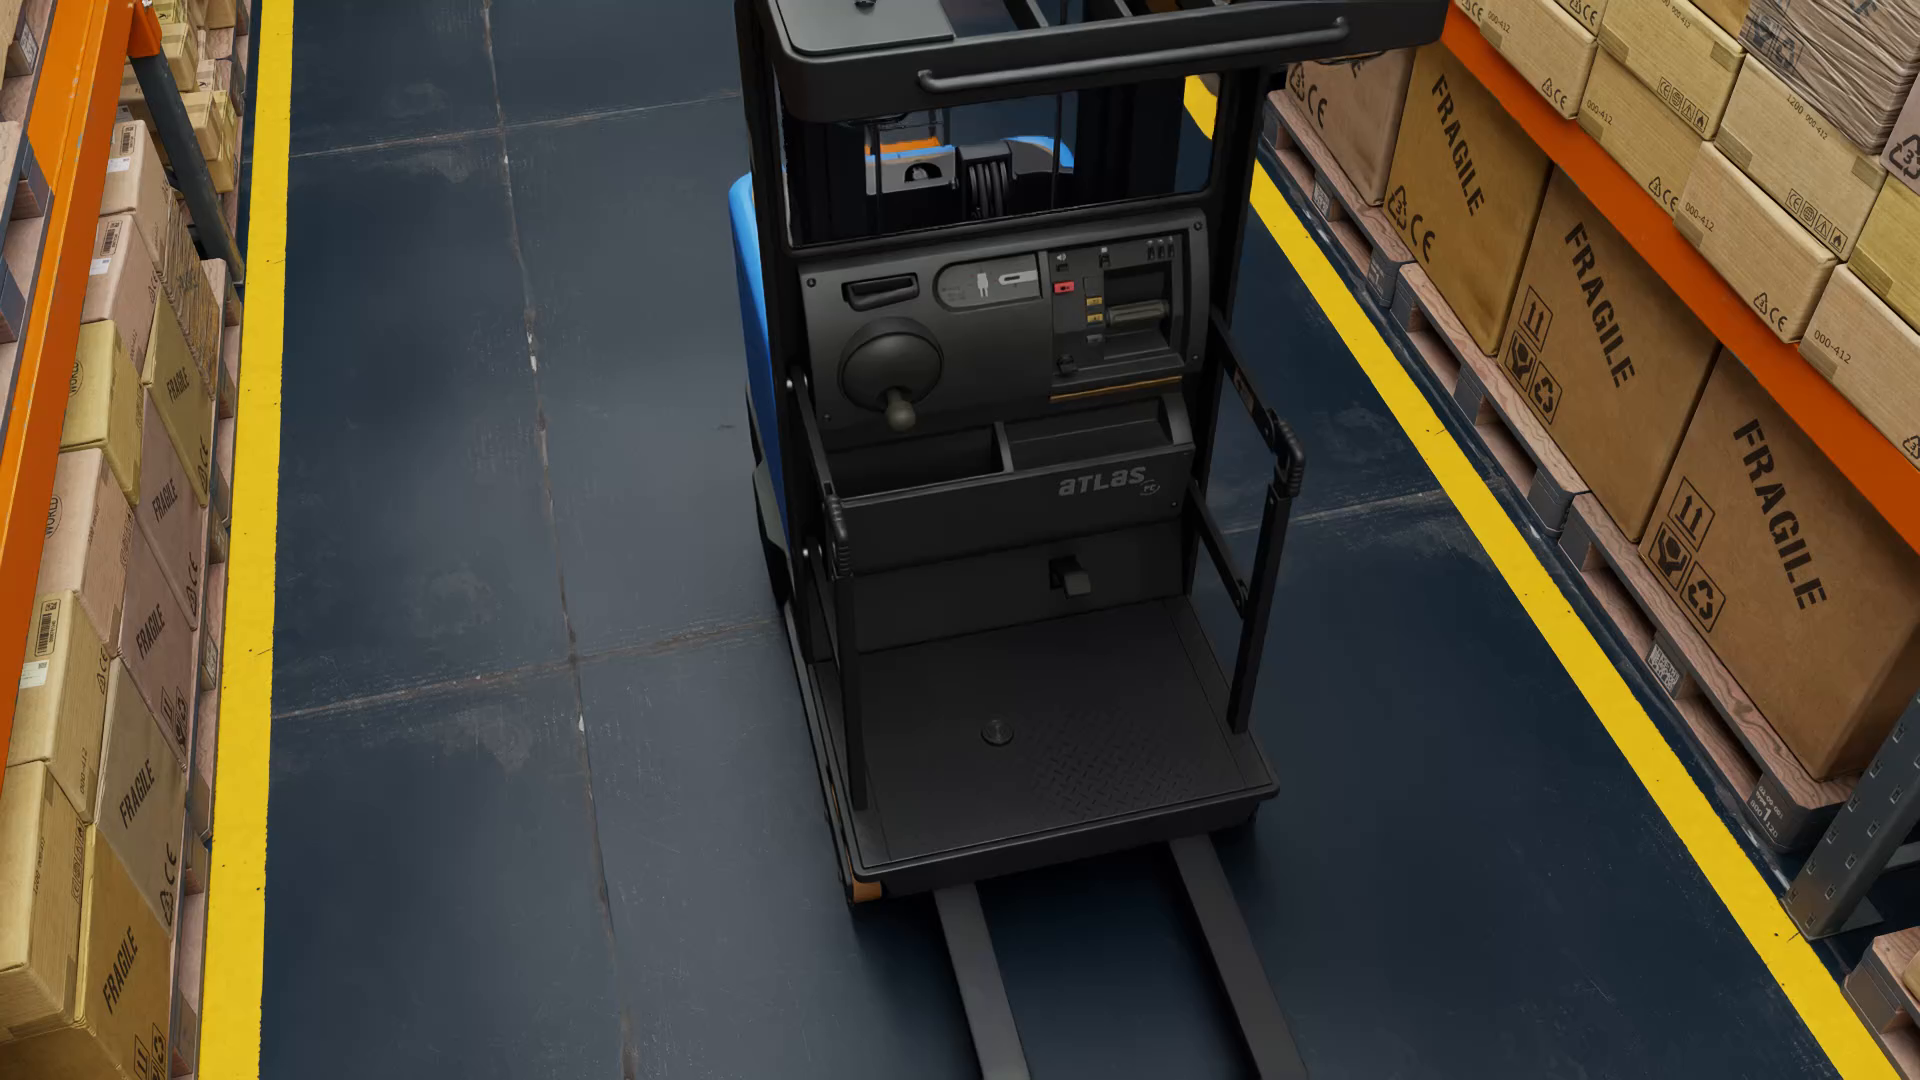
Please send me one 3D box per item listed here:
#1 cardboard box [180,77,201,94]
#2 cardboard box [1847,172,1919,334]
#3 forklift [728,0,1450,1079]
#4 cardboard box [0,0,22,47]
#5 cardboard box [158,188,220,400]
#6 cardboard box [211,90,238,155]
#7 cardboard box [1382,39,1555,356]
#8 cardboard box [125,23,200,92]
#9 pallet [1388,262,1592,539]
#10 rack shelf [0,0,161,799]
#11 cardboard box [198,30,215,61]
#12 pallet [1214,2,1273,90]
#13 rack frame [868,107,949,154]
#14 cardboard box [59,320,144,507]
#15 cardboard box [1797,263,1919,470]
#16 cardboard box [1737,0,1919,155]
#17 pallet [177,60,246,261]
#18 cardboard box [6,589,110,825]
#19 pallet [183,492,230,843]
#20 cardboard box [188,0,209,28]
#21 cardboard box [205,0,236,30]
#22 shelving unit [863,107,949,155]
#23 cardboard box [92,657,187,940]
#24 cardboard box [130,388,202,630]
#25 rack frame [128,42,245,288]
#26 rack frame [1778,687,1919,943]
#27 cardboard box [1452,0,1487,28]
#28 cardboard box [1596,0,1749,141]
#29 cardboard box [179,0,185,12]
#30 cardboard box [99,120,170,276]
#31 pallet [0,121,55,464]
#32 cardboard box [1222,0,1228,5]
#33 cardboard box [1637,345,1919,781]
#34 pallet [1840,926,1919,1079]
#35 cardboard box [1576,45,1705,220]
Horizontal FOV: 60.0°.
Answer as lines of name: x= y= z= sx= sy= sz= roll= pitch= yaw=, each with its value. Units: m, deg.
cardboard box: x=-3.091 y=-1.663 z=6.273 sx=0.380 sy=0.149 sz=0.250 roll=-10 pitch=46 yaw=-10
cardboard box: x=2.258 y=-0.566 z=3.460 sx=0.500 sy=0.250 sz=0.500 roll=-11 pitch=47 yaw=-10
forklift: x=0.165 y=-0.395 z=3.585 sx=1.130 sy=2.935 sz=3.031 roll=-10 pitch=46 yaw=-10
cardboard box: x=-2.734 y=-1.412 z=4.416 sx=0.380 sy=0.149 sz=0.250 roll=-11 pitch=47 yaw=-10
cardboard box: x=-2.723 y=-0.750 z=5.341 sx=0.500 sy=0.500 sz=0.500 roll=-12 pitch=47 yaw=-11
cardboard box: x=-3.007 y=-1.586 z=6.406 sx=0.380 sy=0.149 sz=0.250 roll=-9 pitch=46 yaw=-9
cardboard box: x=2.078 y=-1.285 z=5.603 sx=0.875 sy=0.875 sz=0.875 roll=-9 pitch=46 yaw=-9
cardboard box: x=-3.057 y=-1.777 z=6.177 sx=0.380 sy=0.149 sz=0.250 roll=-9 pitch=46 yaw=-8
pallet: x=2.189 y=-0.579 z=5.669 sx=1.003 sy=0.211 sz=1.213 roll=-11 pitch=47 yaw=-10
rack shelf: x=-2.644 y=-0.310 z=3.957 sx=1.077 sy=0.370 sz=4.000 roll=-11 pitch=47 yaw=-10
cardboard box: x=-3.234 y=-1.914 z=6.728 sx=0.380 sy=0.149 sz=0.250 roll=-12 pitch=47 yaw=-11
pallet: x=1.484 y=-2.481 z=7.533 sx=1.003 sy=0.211 sz=1.213 roll=-11 pitch=47 yaw=-10
rack frame: x=-0.149 y=-0.852 z=5.245 sx=0.240 sy=1.200 sz=0.006 roll=-10 pitch=46 yaw=-10
cardboard box: x=-2.453 y=-0.290 z=4.365 sx=0.500 sy=0.250 sz=0.500 roll=-13 pitch=47 yaw=-12
cardboard box: x=2.247 y=-0.405 z=3.652 sx=0.500 sy=0.250 sz=0.500 roll=-12 pitch=47 yaw=-12
cardboard box: x=2.103 y=-1.203 z=3.558 sx=0.500 sy=0.500 sz=0.500 roll=-10 pitch=46 yaw=-10
pallet: x=-3.362 y=-1.424 z=6.498 sx=1.003 sy=0.211 sz=1.213 roll=-11 pitch=47 yaw=-10
cardboard box: x=-2.204 y=0.414 z=3.675 sx=0.500 sy=0.250 sz=0.500 roll=-11 pitch=47 yaw=-11
pallet: x=-2.639 y=0.414 z=4.696 sx=1.003 sy=0.211 sz=1.213 roll=-11 pitch=47 yaw=-10
cardboard box: x=-3.302 y=-2.206 z=6.805 sx=0.380 sy=0.149 sz=0.250 roll=-9 pitch=46 yaw=-8
cardboard box: x=-3.310 y=-2.290 z=7.096 sx=0.380 sy=0.149 sz=0.250 roll=-12 pitch=47 yaw=-11
shelving unit: x=-0.171 y=-0.916 z=5.307 sx=0.258 sy=1.200 sz=0.189 roll=-10 pitch=46 yaw=-10
cardboard box: x=-2.199 y=0.665 z=3.954 sx=0.500 sy=0.500 sz=0.500 roll=-10 pitch=46 yaw=-10
cardboard box: x=-2.465 y=-0.041 z=4.646 sx=0.500 sy=0.500 sz=0.500 roll=-12 pitch=47 yaw=-11
rack frame: x=-3.156 y=-1.943 z=5.054 sx=1.000 sy=3.000 sz=0.127 roll=-11 pitch=47 yaw=-10
rack frame: x=2.627 y=-0.156 z=3.303 sx=1.000 sy=3.000 sz=0.127 roll=-11 pitch=47 yaw=-10
cardboard box: x=1.710 y=-1.799 z=5.018 sx=0.500 sy=0.250 sz=0.500 roll=-11 pitch=47 yaw=-11
cardboard box: x=1.972 y=-1.269 z=4.149 sx=0.500 sy=0.250 sz=0.500 roll=-12 pitch=47 yaw=-11
cardboard box: x=-3.258 y=-2.118 z=6.511 sx=0.380 sy=0.149 sz=0.250 roll=-12 pitch=47 yaw=-11
cardboard box: x=-2.721 y=-1.009 z=5.070 sx=0.500 sy=0.250 sz=0.500 roll=-12 pitch=47 yaw=-11
pallet: x=-2.678 y=-0.473 z=3.748 sx=1.003 sy=0.211 sz=1.213 roll=-11 pitch=47 yaw=-10
cardboard box: x=1.546 y=-2.621 z=7.218 sx=0.875 sy=0.438 sz=0.875 roll=-11 pitch=47 yaw=-11
cardboard box: x=2.531 y=-0.051 z=4.394 sx=0.875 sy=0.875 sz=0.875 roll=-11 pitch=47 yaw=-11
pallet: x=2.826 y=1.360 z=3.770 sx=1.003 sy=0.211 sz=1.213 roll=-11 pitch=47 yaw=-10
cardboard box: x=1.987 y=-1.106 z=4.338 sx=0.500 sy=0.250 sz=0.500 roll=-11 pitch=47 yaw=-11
